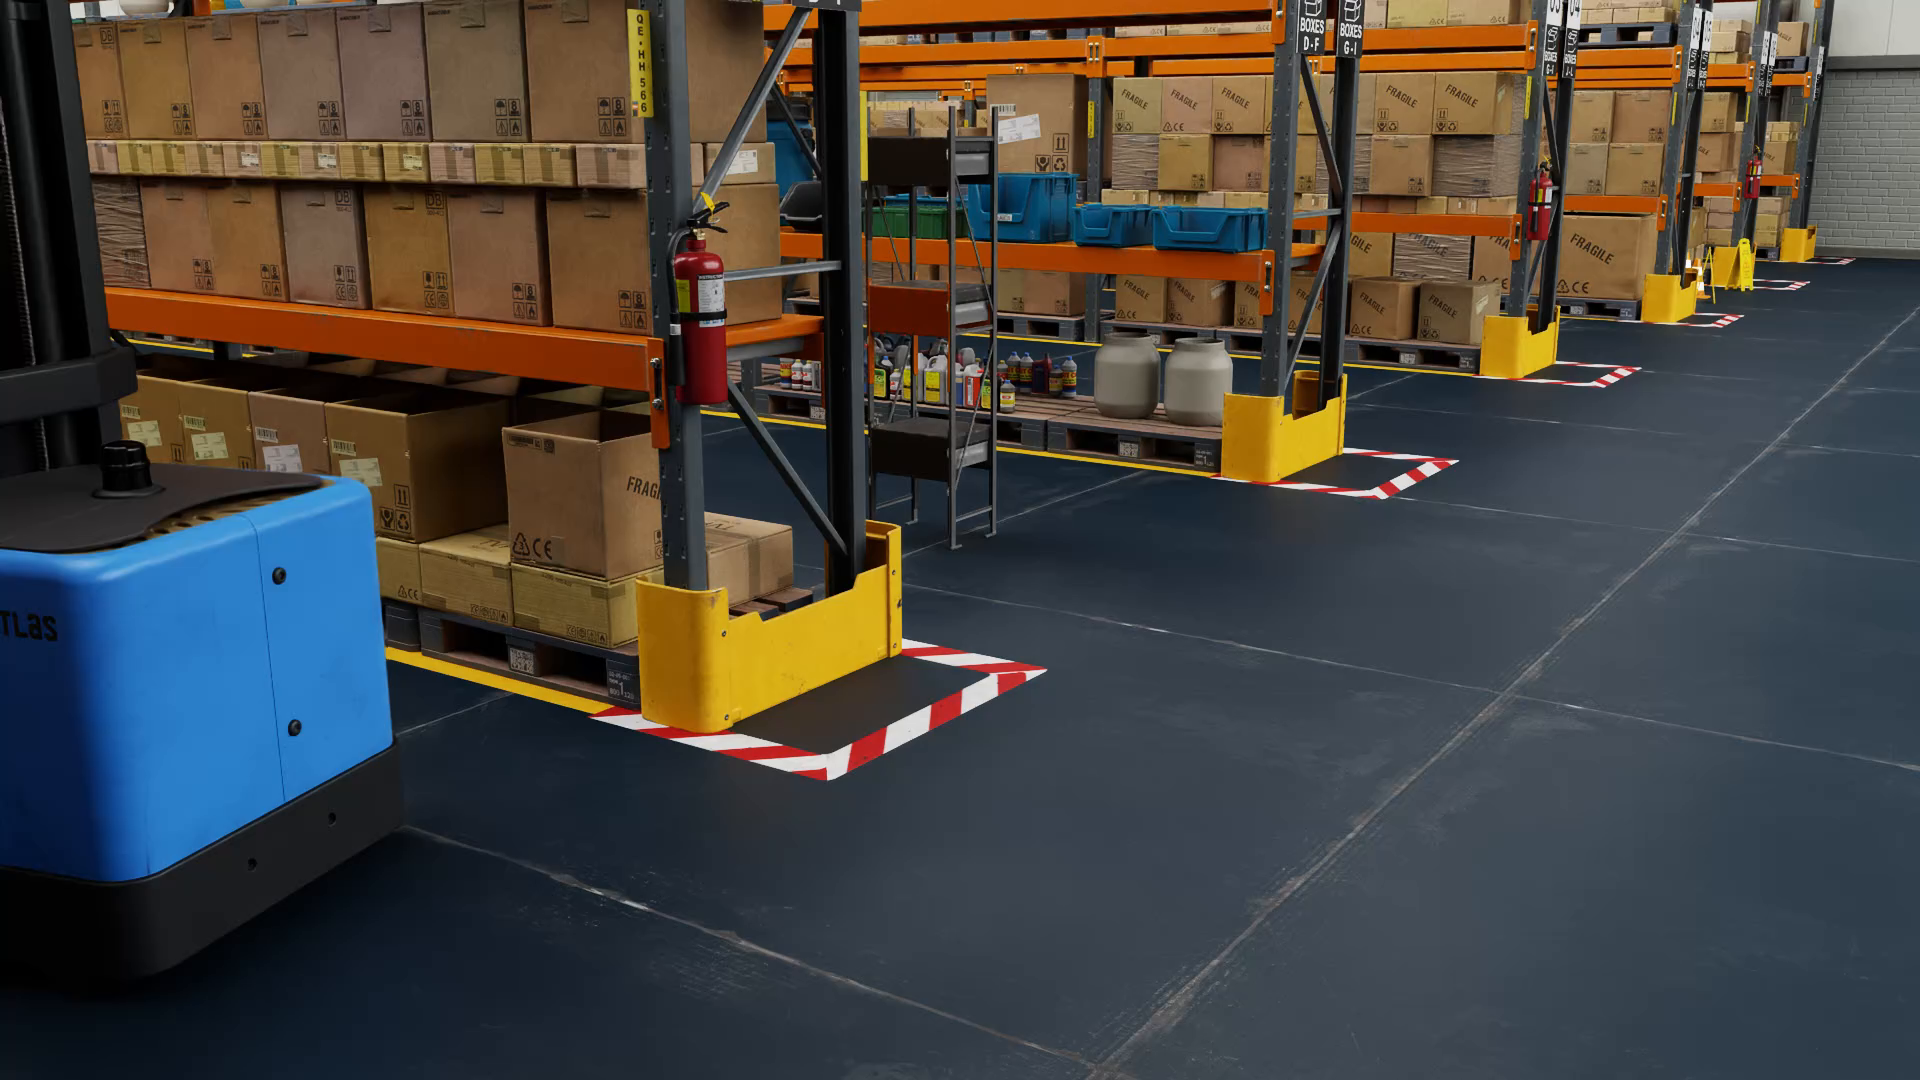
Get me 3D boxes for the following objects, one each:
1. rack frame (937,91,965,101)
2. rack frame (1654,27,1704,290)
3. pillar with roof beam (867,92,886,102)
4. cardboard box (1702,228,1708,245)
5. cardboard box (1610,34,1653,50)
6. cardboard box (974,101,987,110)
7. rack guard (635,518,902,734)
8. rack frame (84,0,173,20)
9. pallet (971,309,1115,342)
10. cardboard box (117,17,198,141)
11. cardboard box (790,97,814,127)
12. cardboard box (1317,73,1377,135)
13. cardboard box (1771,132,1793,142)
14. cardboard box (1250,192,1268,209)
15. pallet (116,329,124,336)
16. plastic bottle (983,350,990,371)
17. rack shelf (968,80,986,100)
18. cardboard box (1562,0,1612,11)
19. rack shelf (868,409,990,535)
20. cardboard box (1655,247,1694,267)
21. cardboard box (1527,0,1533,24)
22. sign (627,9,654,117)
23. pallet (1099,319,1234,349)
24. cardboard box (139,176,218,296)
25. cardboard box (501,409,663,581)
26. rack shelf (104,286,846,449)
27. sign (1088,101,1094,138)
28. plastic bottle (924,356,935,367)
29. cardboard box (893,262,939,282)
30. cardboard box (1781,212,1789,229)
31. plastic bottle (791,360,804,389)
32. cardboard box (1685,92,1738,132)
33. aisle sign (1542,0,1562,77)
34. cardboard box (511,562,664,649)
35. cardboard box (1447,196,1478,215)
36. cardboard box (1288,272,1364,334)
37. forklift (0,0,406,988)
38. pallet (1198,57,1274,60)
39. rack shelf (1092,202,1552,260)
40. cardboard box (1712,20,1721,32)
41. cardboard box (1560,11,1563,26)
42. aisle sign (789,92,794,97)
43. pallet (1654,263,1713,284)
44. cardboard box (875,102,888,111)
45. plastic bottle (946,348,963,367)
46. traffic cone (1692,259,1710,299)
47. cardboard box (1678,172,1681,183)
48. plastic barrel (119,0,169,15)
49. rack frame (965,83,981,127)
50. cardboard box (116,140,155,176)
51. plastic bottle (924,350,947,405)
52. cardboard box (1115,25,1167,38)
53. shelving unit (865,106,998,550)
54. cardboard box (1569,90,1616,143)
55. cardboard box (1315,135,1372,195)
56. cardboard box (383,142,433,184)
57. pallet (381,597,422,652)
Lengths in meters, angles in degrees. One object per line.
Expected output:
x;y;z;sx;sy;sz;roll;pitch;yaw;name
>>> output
-0.138;-8.019;34.476;0.127;3.000;1.000;9;17;33;rack frame
7.692;-3.883;17.767;0.127;3.000;1.000;9;17;33;rack frame
-4.275;-10.614;32.475;0.400;9.000;9.100;9;17;33;pillar with roof beam
11.754;-4.880;26.644;0.500;0.250;0.500;9;17;33;cardboard box
8.946;-6.562;22.041;0.500;0.250;0.500;10;17;34;cardboard box
0.297;-7.436;28.479;0.250;0.149;0.380;9;16;32;cardboard box
-0.672;0.284;6.137;0.348;0.500;1.175;9;17;33;rack guard
-7.881;-6.441;15.617;0.127;3.000;1.000;9;17;33;rack frame
0.874;-2.195;16.749;1.213;0.211;1.003;9;17;33;pallet
-3.219;-2.022;7.340;0.500;0.500;0.700;9;17;33;cardboard box
-2.504;-6.280;24.540;0.500;0.500;0.500;10;17;34;cardboard box
3.414;-3.744;14.296;0.500;0.500;0.500;9;17;33;cardboard box
12.694;-6.228;25.681;0.250;0.149;0.380;9;17;34;cardboard box
2.784;-3.035;14.863;0.250;0.149;0.380;9;17;33;cardboard box
-8.513;-2.267;17.040;1.213;0.211;1.003;9;17;33;pallet
0.210;-1.201;11.695;0.097;0.271;0.097;0;14;0;plastic bottle
2.073;-7.331;26.952;4.000;0.370;1.077;9;17;33;rack shelf
6.715;-5.740;17.638;0.500;0.250;0.500;9;17;33;cardboard box
-0.137;-0.349;8.332;0.480;0.518;0.431;9;17;33;rack shelf
9.530;-3.811;22.323;0.500;0.250;0.500;9;17;33;cardboard box
4.585;-4.407;13.953;0.500;0.250;0.500;10;17;34;cardboard box
-1.006;-1.504;5.252;0.005;0.325;0.100;9;17;33;sign
2.098;-2.007;15.993;1.213;0.211;1.003;9;17;33;pallet
-3.198;-1.390;7.488;0.500;0.500;0.700;9;17;32;cardboard box
-1.303;-0.179;6.090;0.500;0.500;0.500;9;17;33;cardboard box
-2.351;-0.852;7.019;4.000;0.370;1.077;9;17;33;rack shelf
1.214;-3.895;15.405;0.005;0.325;0.100;9;17;33;sign
-0.234;-1.107;11.307;0.135;0.276;0.152;9;17;33;plastic bottle
-0.289;-2.748;17.469;0.500;0.500;0.700;11;18;37;cardboard box
12.864;-5.090;26.450;0.500;0.250;0.500;10;17;34;cardboard box
-1.139;-1.168;11.706;0.097;0.201;0.097;0;14;0;plastic bottle
9.825;-5.587;21.741;0.500;0.500;0.700;9;16;31;cardboard box
4.724;-4.101;13.239;0.004;0.787;0.394;9;17;33;aisle sign
-1.302;0.185;6.182;0.500;0.250;0.500;9;17;33;cardboard box
4.281;-2.816;13.981;0.250;0.149;0.380;9;17;33;cardboard box
3.307;-2.146;15.079;0.500;0.500;0.500;11;18;38;cardboard box
-3.163;-0.554;4.463;3.031;2.935;1.130;5;15;18;forklift
3.585;-5.896;20.053;1.217;0.209;0.805;8;16;31;pallet
3.181;-2.827;14.996;4.000;0.370;1.077;9;17;33;rack shelf
9.733;-6.633;21.498;0.250;0.149;0.380;10;17;34;cardboard box
6.382;-5.583;17.833;0.250;0.149;0.380;9;16;32;cardboard box
-3.127;-8.243;29.969;0.004;0.787;0.394;9;17;33;aisle sign
9.653;-3.656;22.653;1.213;0.211;1.003;9;17;33;pallet
-1.257;-7.533;28.874;0.250;0.149;0.380;9;17;33;cardboard box
-0.047;-1.210;11.704;0.133;0.283;0.061;9;17;33;plastic bottle
8.957;-3.186;20.229;0.334;0.463;0.336;9;17;33;traffic cone
9.468;-4.820;22.073;0.250;0.149;0.380;9;16;32;cardboard box
-7.585;-5.135;15.424;0.433;0.535;0.433;0;14;0;plastic barrel
0.414;-6.493;28.309;0.127;3.000;1.000;9;17;33;rack frame
-3.472;-1.690;7.350;0.250;0.149;0.380;9;16;31;cardboard box
-0.141;-1.086;11.064;0.185;0.351;0.144;10;17;35;plastic bottle
1.751;-4.716;15.201;0.500;0.250;0.500;8;16;31;cardboard box
-0.137;-1.041;8.161;0.503;2.100;0.431;9;17;33;shelving unit
6.898;-4.593;18.075;0.550;0.550;0.875;9;17;33;cardboard box
3.526;-3.298;14.578;0.500;0.500;0.875;9;17;33;cardboard box
-1.971;-1.448;6.372;0.250;0.149;0.380;10;17;35;cardboard box
-2.358;0.163;7.226;1.213;0.211;1.003;9;17;33;pallet
